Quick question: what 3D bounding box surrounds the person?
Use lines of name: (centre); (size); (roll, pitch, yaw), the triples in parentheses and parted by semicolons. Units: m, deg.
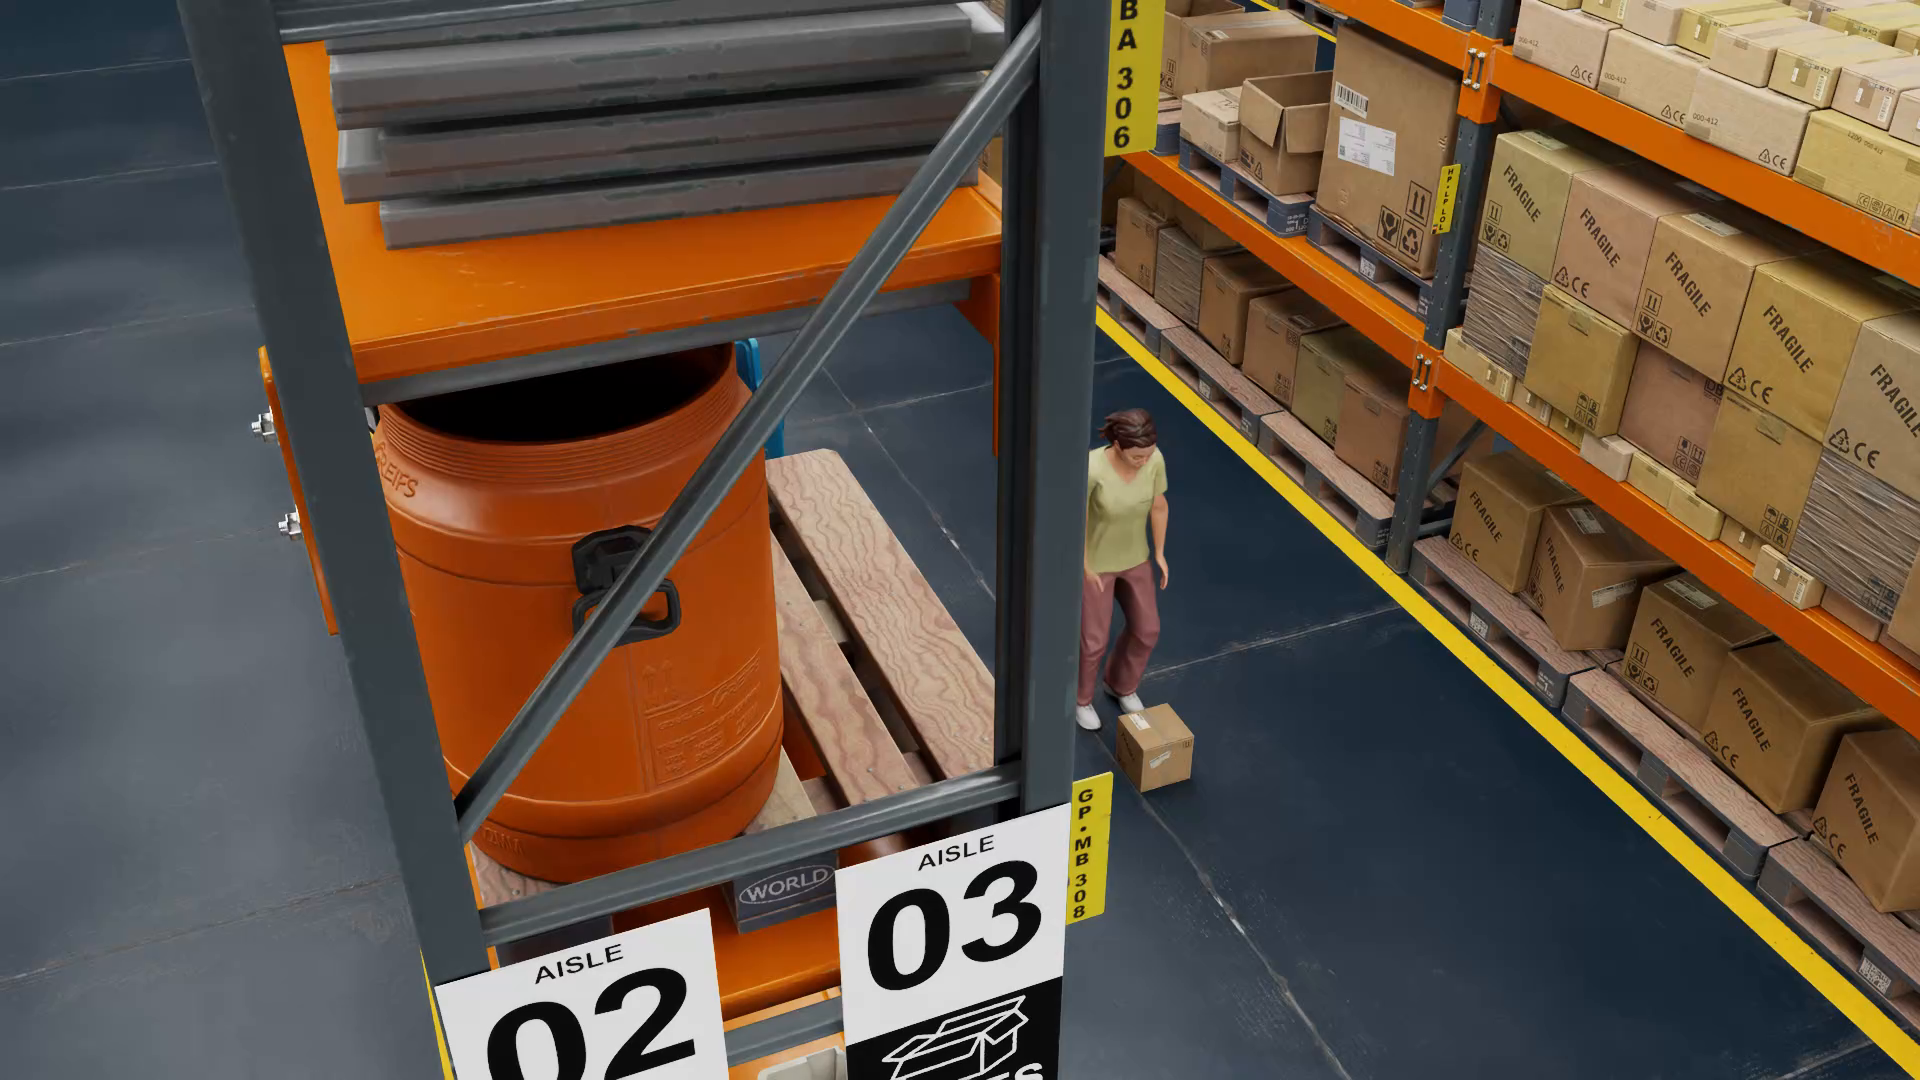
person: (0.717, 0.141, 7.414); (0.486, 1.573, 0.467); (-12, 36, -18)
